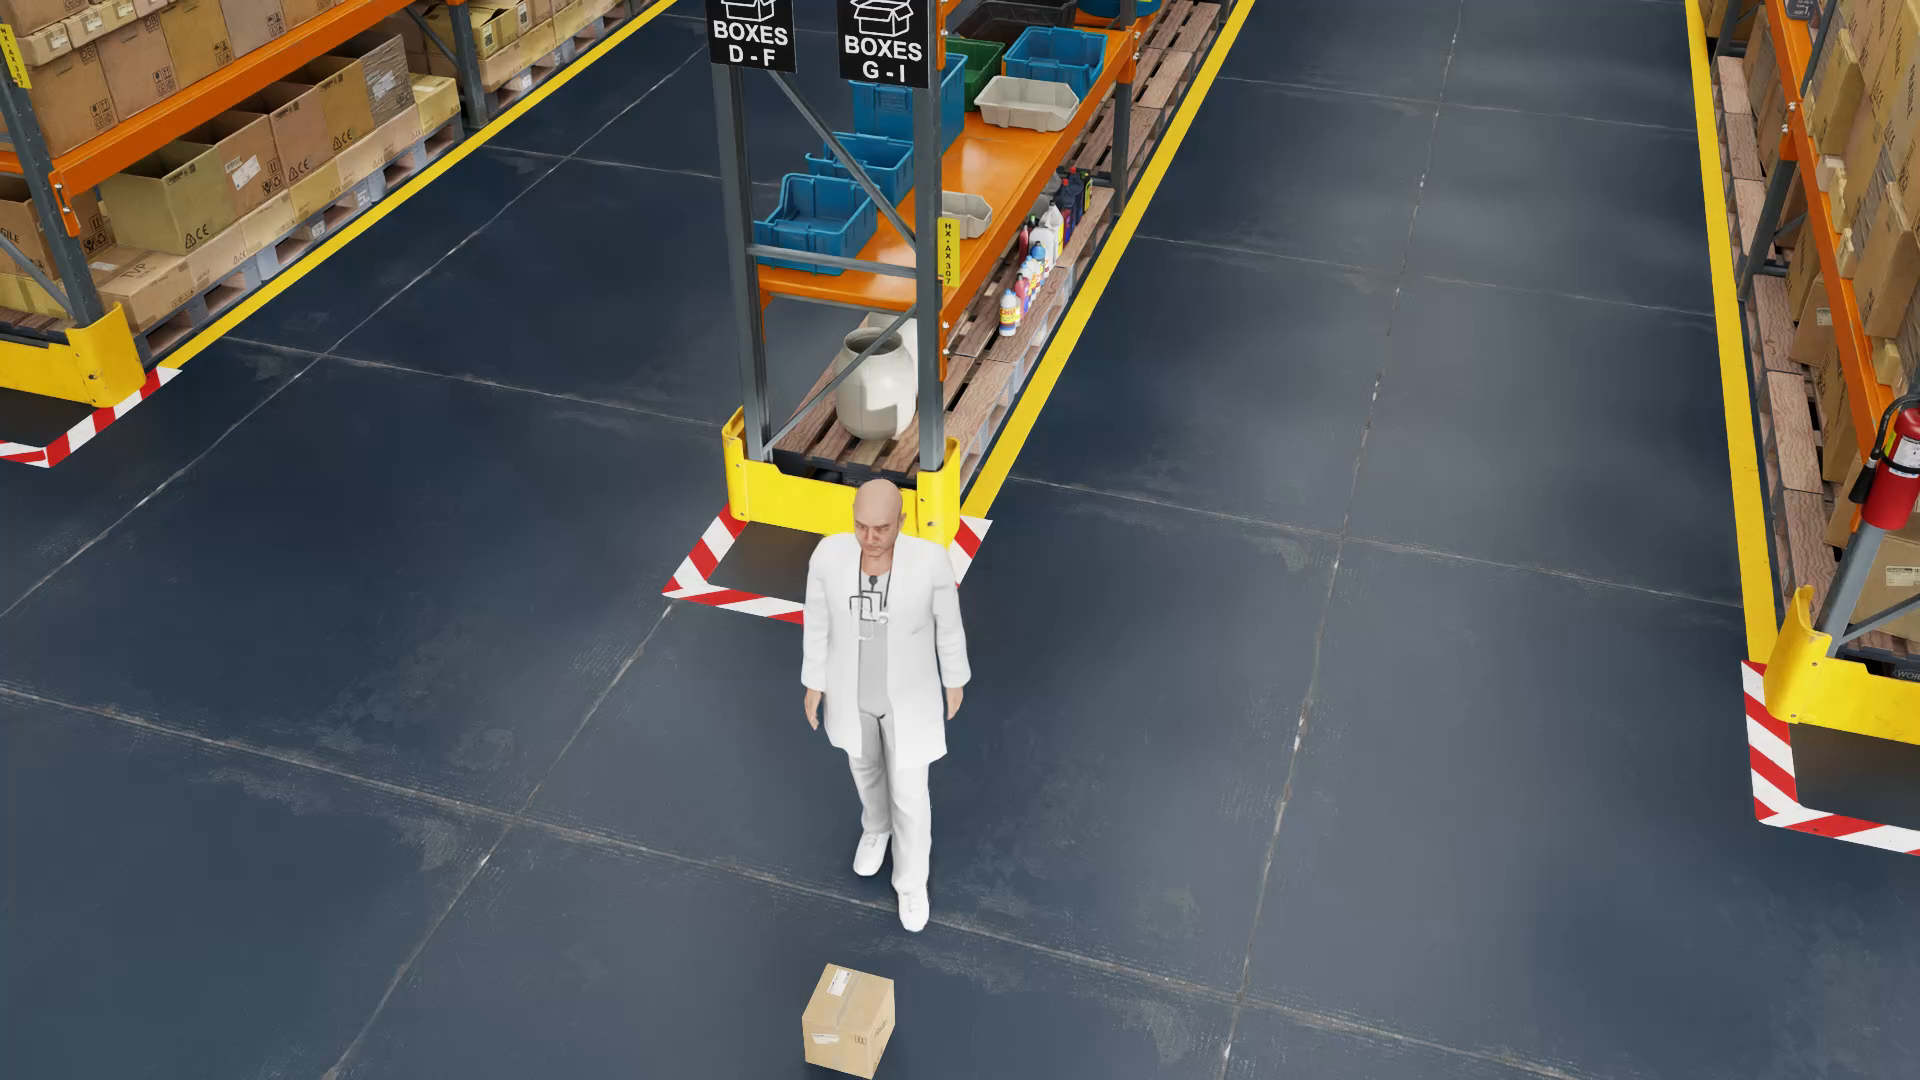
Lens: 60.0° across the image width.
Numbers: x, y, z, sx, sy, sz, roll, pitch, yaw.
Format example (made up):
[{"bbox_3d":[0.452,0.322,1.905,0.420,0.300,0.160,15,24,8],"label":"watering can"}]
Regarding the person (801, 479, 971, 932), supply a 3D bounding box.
[{"bbox_3d":[-0.297,0.621,6.099,0.613,1.848,0.592,7,37,10],"label":"person"}]
